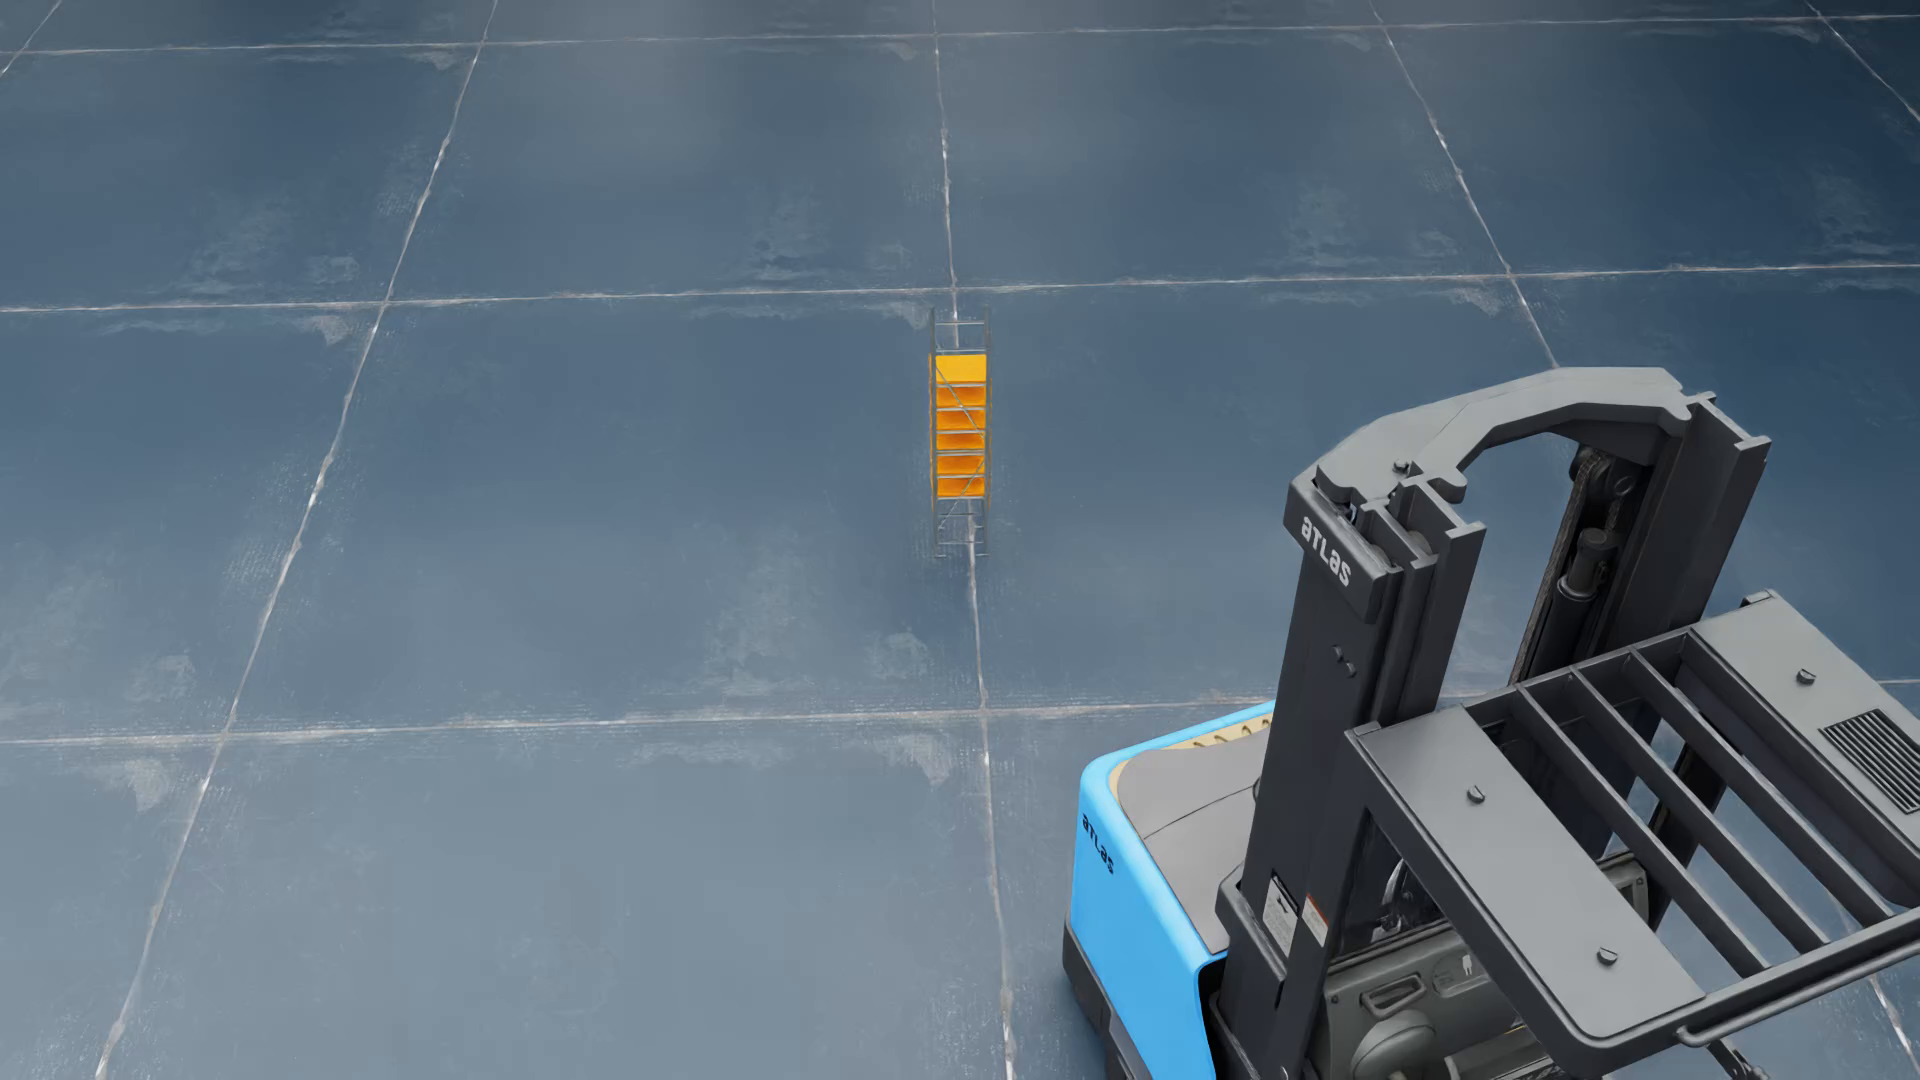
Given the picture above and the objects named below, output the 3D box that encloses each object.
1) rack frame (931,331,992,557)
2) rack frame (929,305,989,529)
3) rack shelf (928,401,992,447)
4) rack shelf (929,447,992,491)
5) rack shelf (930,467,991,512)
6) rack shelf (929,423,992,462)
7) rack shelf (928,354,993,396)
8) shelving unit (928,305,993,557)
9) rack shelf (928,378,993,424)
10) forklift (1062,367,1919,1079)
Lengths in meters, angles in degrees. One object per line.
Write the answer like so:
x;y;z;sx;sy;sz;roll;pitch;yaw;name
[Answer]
0.005;-0.371;6.916;0.240;1.200;0.006;-2;43;-2;rack frame
-0.003;-0.494;7.051;0.240;1.200;0.006;-2;43;-2;rack frame
0.001;-0.488;6.933;0.258;0.103;0.180;-2;43;-2;rack shelf
0.001;-0.311;7.095;0.258;0.103;0.180;-2;43;-2;rack shelf
0.001;-0.223;7.176;0.258;0.103;0.180;-2;43;-2;rack shelf
0.001;-0.400;7.014;0.258;0.103;0.180;-2;43;-2;rack shelf
0.001;-0.665;6.770;0.258;0.103;0.180;-2;43;-2;rack shelf
0.001;-0.433;6.984;0.258;1.200;0.189;-2;43;-2;shelving unit
0.001;-0.577;6.851;0.258;0.103;0.180;-2;43;-2;rack shelf
1.379;1.189;3.933;1.130;2.935;3.031;-16;45;-16;forklift
